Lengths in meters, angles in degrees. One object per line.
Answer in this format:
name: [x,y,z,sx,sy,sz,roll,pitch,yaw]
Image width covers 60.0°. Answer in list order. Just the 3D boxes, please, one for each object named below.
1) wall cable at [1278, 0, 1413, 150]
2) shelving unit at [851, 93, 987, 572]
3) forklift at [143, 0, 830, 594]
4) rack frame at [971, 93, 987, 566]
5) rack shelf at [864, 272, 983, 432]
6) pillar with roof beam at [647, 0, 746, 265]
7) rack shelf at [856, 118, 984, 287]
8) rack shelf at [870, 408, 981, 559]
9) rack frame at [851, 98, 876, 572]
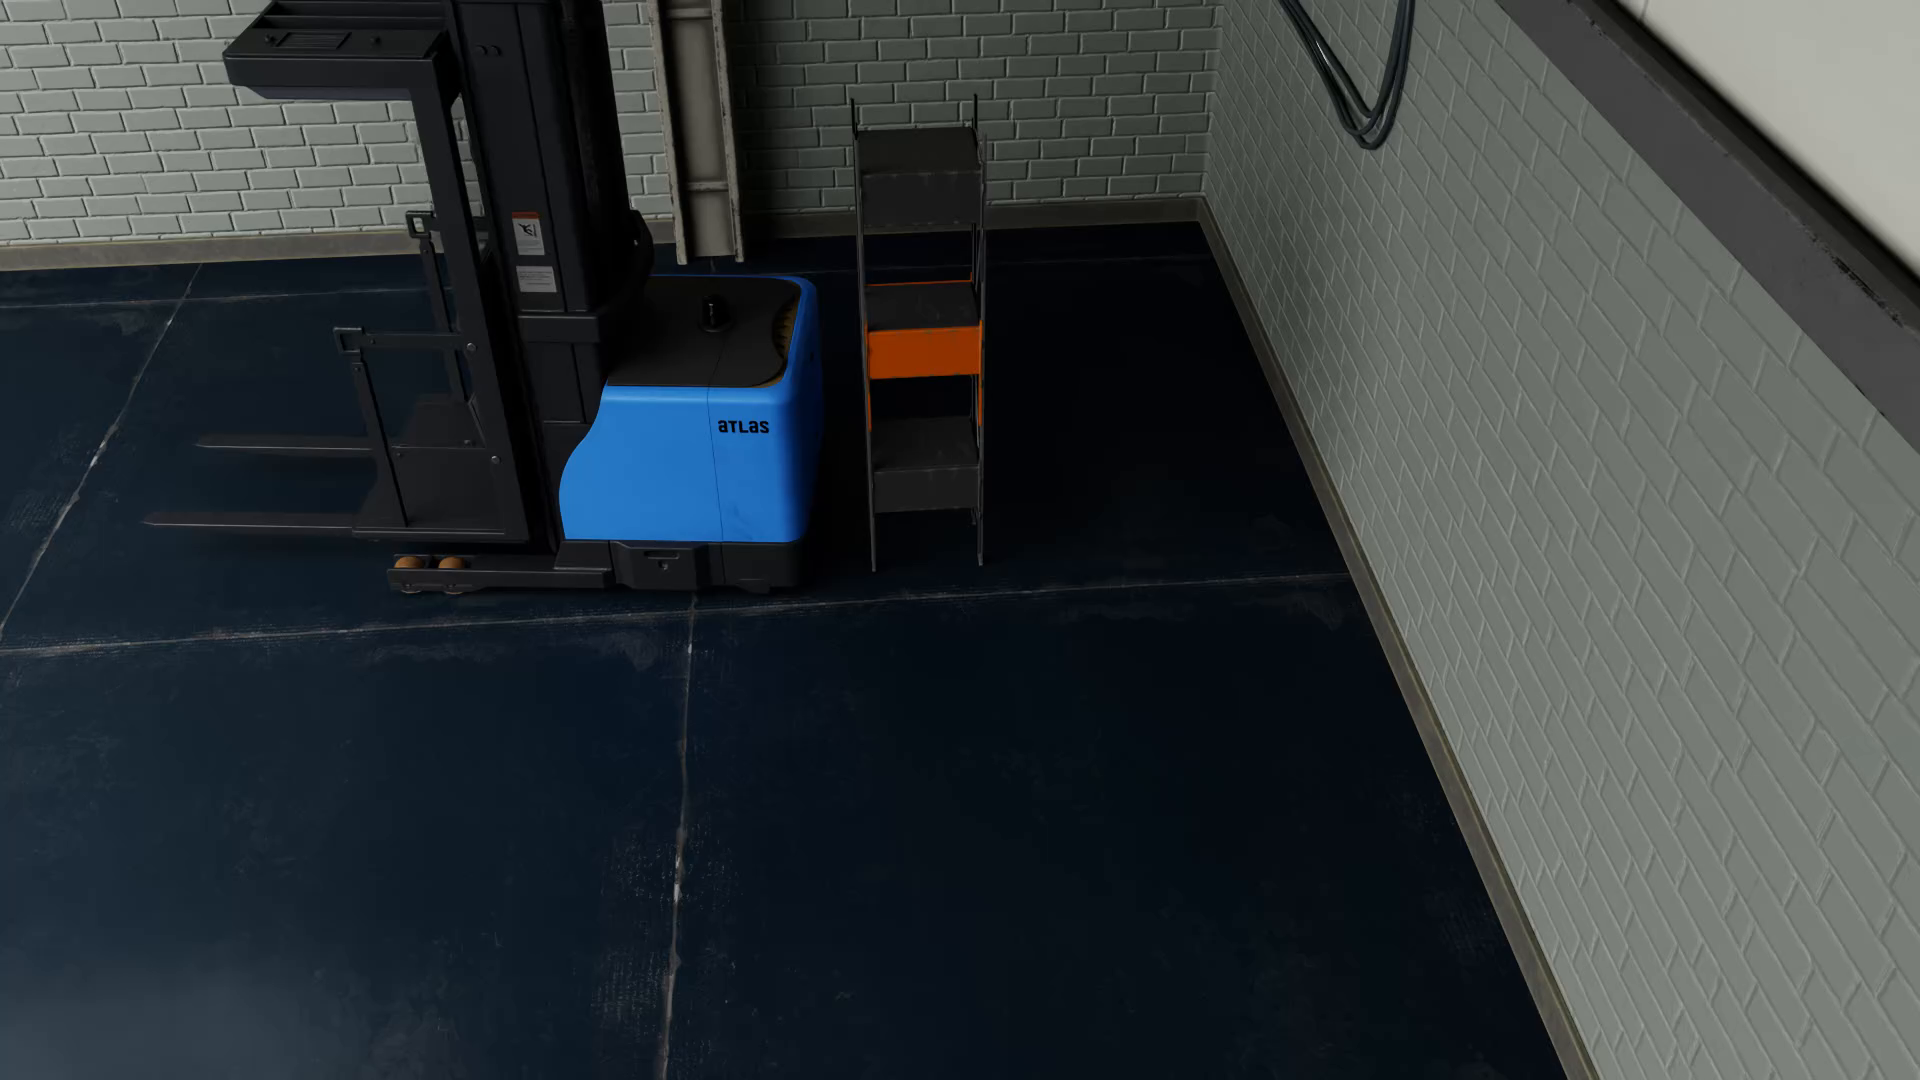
wall cable: [1.572,-3.390,7.289,0.112,2.526,3.097,-3,38,-4]
shelving unit: [-0.165,-0.815,7.088,0.503,2.100,0.431,-3,38,-4]
forklift: [-2.160,-1.235,6.949,3.031,2.935,1.130,1,38,1]
rack frame: [0.078,-0.829,7.105,0.015,2.100,0.400,-3,38,-4]
rack shelf: [-0.165,-0.805,7.097,0.480,0.518,0.431,-3,38,-4]
pillar with roof beam: [-1.098,-2.607,3.790,0.400,9.000,9.100,-3,38,-4]
rack shelf: [-0.165,-1.354,6.663,0.480,0.518,0.431,-3,38,-4]
rack shelf: [-0.165,-0.255,7.530,0.480,0.518,0.431,-3,38,-4]
rack frame: [-0.408,-0.802,7.071,0.015,2.100,0.400,-3,38,-4]
